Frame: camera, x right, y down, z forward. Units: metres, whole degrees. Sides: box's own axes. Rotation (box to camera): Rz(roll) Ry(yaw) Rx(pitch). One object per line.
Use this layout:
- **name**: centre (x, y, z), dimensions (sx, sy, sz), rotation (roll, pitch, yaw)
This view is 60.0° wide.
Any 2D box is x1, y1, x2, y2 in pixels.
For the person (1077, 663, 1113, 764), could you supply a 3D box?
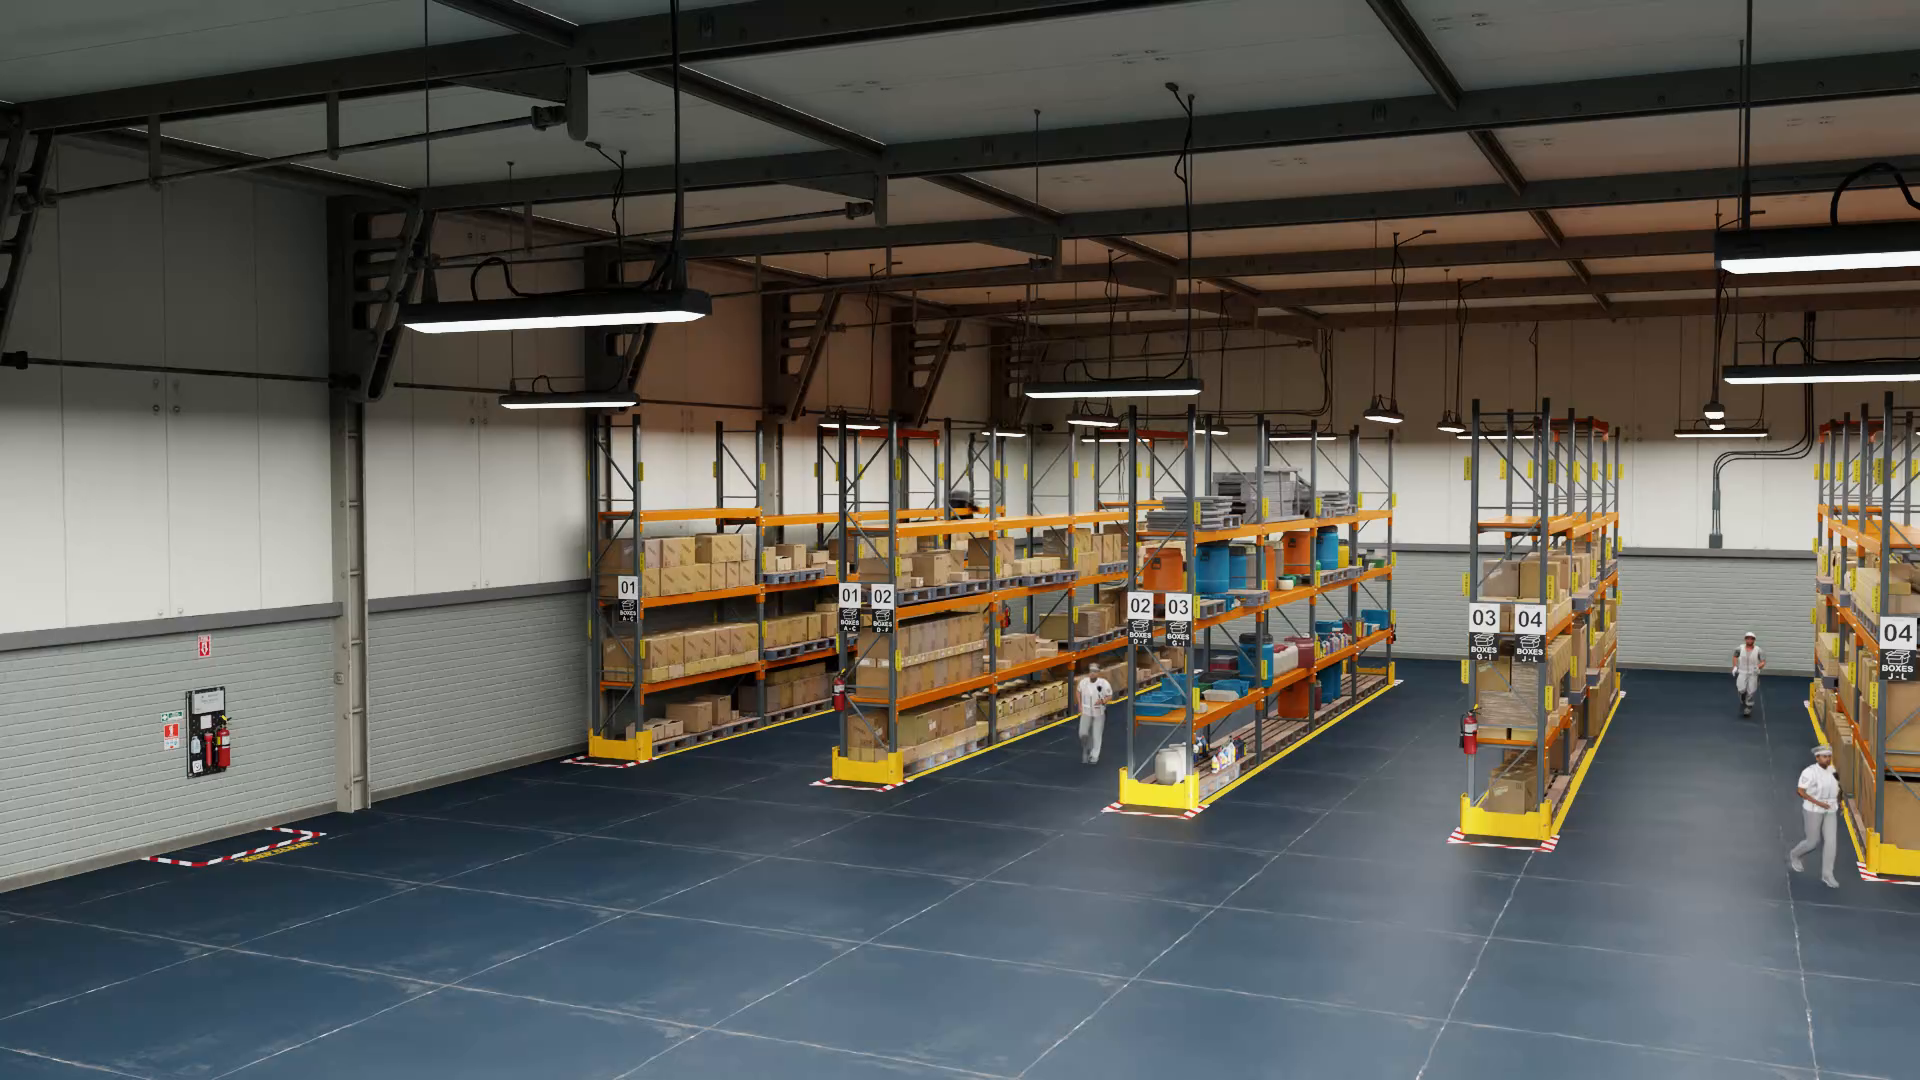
- **person**: centre (2.272, 2.954, 28.324), dimensions (0.656, 1.744, 0.690), rotation (1, 2, 14)

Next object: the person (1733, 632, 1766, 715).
- **person**: centre (16.119, 2.745, 33.996), dimensions (0.616, 1.720, 0.619), rotation (1, 3, 28)

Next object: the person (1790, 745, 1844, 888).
- **person**: centre (10.503, 3.332, 20.337), dimensions (0.602, 1.715, 0.784), rotation (0, 2, -7)

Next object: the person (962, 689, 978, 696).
- **person**: centre (0.109, 2.674, 35.317), dimensions (0.750, 1.742, 0.635), rotation (1, 3, 29)
